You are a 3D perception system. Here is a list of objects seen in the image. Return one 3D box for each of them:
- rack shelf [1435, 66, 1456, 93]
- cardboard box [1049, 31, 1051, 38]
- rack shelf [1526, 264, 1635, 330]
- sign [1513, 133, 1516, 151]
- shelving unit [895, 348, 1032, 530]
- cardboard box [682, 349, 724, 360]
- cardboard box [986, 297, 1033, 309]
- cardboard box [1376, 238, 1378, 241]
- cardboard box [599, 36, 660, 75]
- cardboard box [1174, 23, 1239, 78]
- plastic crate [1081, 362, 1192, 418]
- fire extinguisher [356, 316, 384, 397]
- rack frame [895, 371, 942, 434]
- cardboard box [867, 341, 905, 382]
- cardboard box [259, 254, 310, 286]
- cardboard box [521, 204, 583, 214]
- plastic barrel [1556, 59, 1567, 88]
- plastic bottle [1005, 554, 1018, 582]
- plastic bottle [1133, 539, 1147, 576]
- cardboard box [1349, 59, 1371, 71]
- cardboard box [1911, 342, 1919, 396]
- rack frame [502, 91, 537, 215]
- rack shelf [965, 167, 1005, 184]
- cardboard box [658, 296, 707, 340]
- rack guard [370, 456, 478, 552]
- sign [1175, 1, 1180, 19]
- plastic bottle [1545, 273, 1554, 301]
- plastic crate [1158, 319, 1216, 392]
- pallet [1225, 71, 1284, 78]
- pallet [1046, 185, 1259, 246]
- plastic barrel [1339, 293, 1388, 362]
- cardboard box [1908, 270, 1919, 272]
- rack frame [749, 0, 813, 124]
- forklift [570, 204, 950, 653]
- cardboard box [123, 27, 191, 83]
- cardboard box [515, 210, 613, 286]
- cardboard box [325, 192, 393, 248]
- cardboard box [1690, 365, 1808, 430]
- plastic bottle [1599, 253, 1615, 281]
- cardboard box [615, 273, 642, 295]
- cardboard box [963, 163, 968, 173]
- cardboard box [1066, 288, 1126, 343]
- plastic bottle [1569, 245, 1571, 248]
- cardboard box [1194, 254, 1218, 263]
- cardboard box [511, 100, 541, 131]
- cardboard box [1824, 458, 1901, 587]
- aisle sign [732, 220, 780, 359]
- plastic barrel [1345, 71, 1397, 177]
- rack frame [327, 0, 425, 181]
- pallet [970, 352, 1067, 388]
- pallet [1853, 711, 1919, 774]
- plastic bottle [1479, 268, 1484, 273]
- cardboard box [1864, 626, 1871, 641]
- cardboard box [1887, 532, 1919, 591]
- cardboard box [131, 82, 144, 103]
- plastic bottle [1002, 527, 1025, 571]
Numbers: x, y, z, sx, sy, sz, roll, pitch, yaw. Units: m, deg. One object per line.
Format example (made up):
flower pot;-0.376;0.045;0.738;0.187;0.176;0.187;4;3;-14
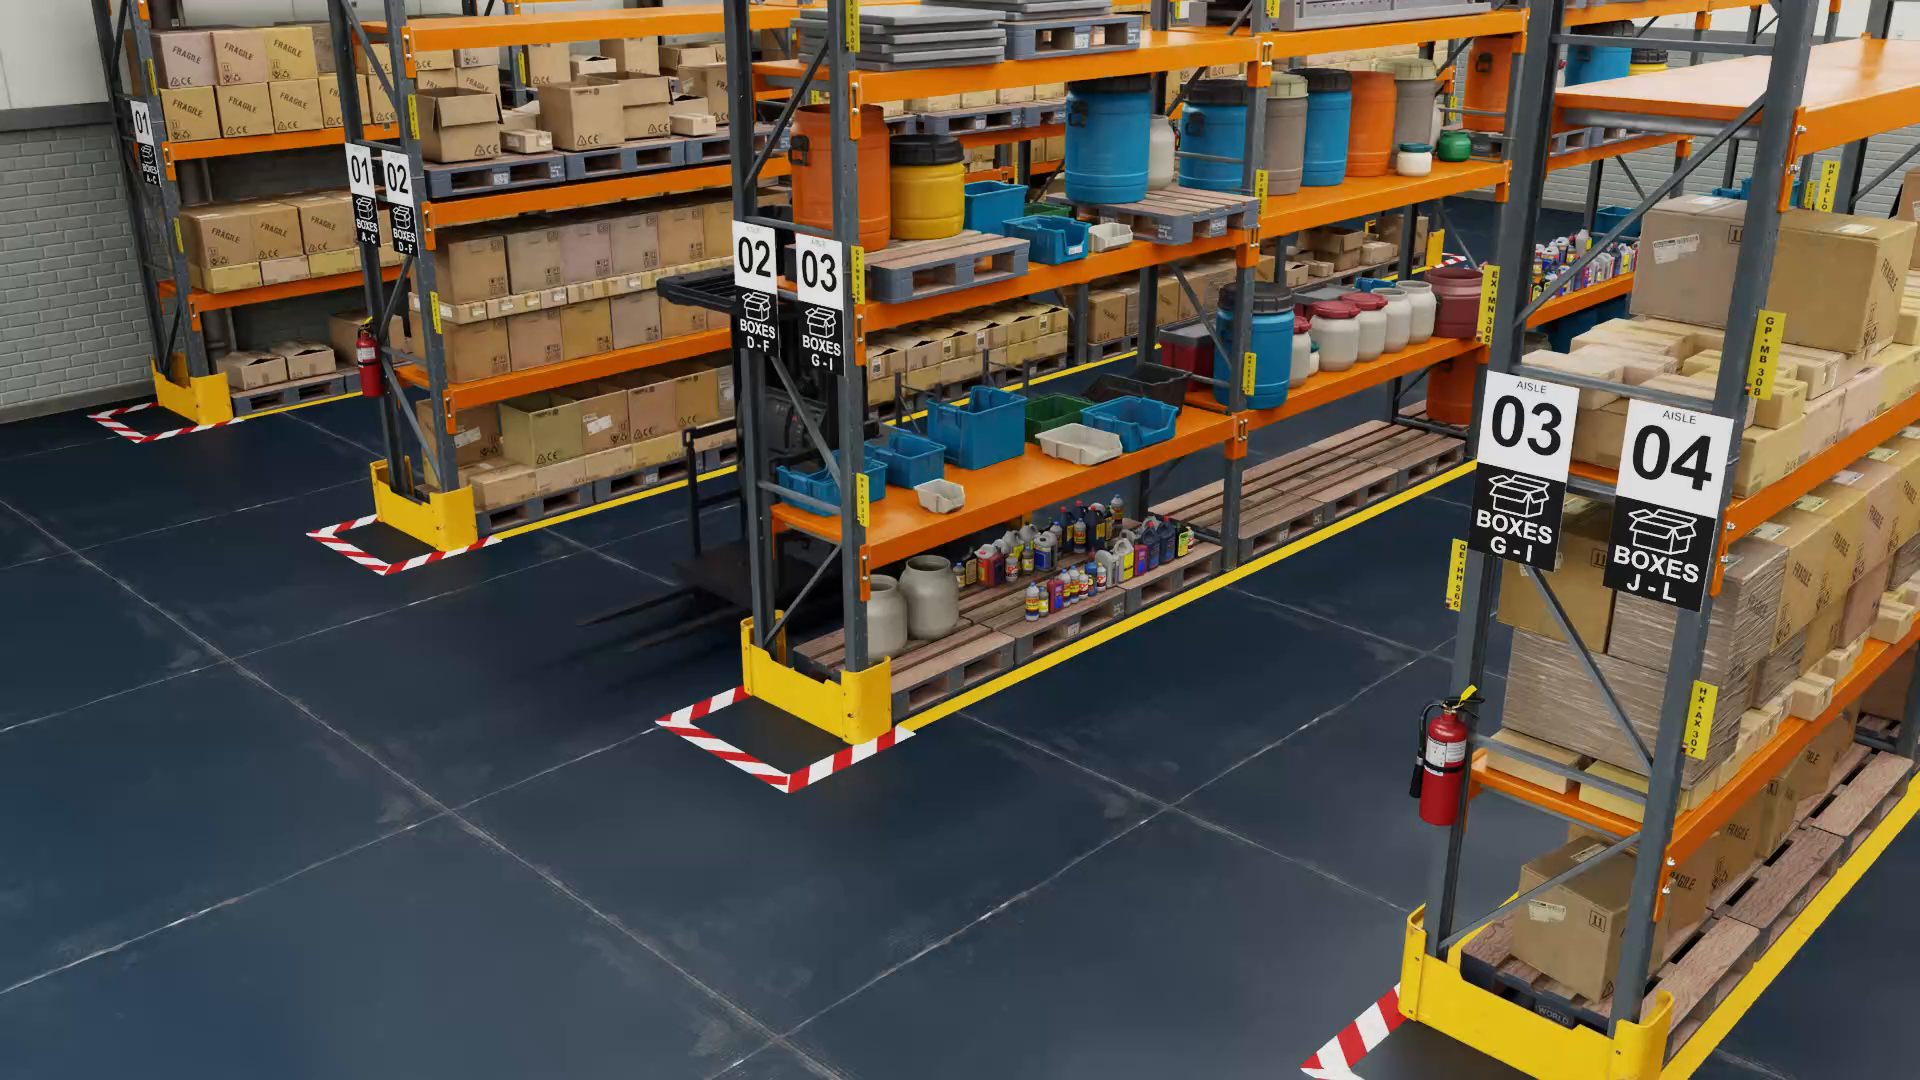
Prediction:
rack shelf;5.246;-6.153;22.585;1.077;0.370;4.000;19;28;41
cardboard box;1.336;-7.625;24.897;0.500;0.250;0.500;18;28;40
rack shelf;6.002;-2.484;17.220;1.077;0.370;4.000;19;28;41
sign;5.006;-3.521;14.881;0.100;0.325;0.005;19;28;41
shelving unit;0.031;-0.712;13.697;0.587;1.500;1.083;19;28;41
cardboard box;-2.621;-1.609;16.144;0.500;0.500;0.500;19;28;41
cardboard box;0.485;-2.659;19.140;0.500;0.311;0.500;-19;28;-40
cardboard box;5.929;-4.400;24.538;0.380;0.166;0.250;19;28;41
cardboard box;-3.983;-5.837;20.037;0.500;0.500;0.500;18;27;39
cardboard box;2.997;-5.975;20.257;0.600;0.600;0.600;19;28;40
plastic crate;1.360;-1.146;12.823;0.767;0.338;0.504;19;28;41
fire extinguisher;-4.936;-1.540;13.869;0.296;0.674;0.183;19;28;41
rack frame;-0.330;-0.578;13.351;0.500;1.500;0.032;19;28;41
cardboard box;-0.910;-1.864;17.070;0.500;0.311;0.500;19;28;40
cardboard box;-7.152;-2.851;17.354;0.500;0.250;0.500;18;28;39
cardboard box;-4.902;-4.131;19.751;0.700;0.500;0.500;19;28;41
plastic barrel;5.736;-4.459;16.400;0.433;0.535;0.433;0;21;0
plastic bottle;0.388;0.203;12.515;0.097;0.201;0.097;0;21;0
plastic bottle;1.356;0.125;12.604;0.133;0.283;0.061;-18;27;-39
cardboard box;5.069;-6.223;21.975;0.500;0.250;0.500;19;28;41
cardboard box;4.511;-0.921;8.181;0.500;0.250;0.500;19;28;40
rack frame;-5.282;-3.757;19.530;1.000;3.000;0.127;19;28;41
rack shelf;-1.096;-4.963;23.672;1.077;0.370;4.000;19;28;41
cardboard box;-2.751;-2.184;15.298;0.500;0.500;0.700;-20;28;-41
rack guard;-4.537;-0.317;14.064;1.175;0.500;0.348;19;28;41
sign;3.469;-8.479;26.510;0.100;0.325;0.005;19;28;41
plastic bottle;5.818;-2.511;16.469;0.097;0.271;0.097;0;21;0
plastic crate;1.935;-1.508;13.590;0.402;0.464;0.583;19;28;41
pallet;3.346;-5.737;20.762;1.213;0.211;1.003;19;28;41
pallet;1.383;-2.379;12.028;1.213;0.211;1.003;19;28;41
plastic barrel;3.455;-1.832;14.331;0.433;0.535;0.433;0;21;0
cardboard box;5.094;-1.352;8.746;0.380;0.149;0.250;20;28;41
rack frame;-1.730;-5.318;15.230;1.000;3.000;0.127;19;28;41
forklift;-1.465;-0.869;12.113;1.130;2.935;3.031;19;28;41
cardboard box;-7.959;-4.828;16.574;0.500;0.500;0.500;-19;28;-40
cardboard box;-3.435;-2.539;14.413;0.700;0.500;0.500;19;28;41
cardboard box;-6.455;-3.457;17.885;0.500;0.500;0.500;-19;28;-40
cardboard box;3.183;-0.581;6.740;0.250;0.149;0.380;-19;28;-41
plastic bottle;6.747;-2.870;17.396;0.152;0.276;0.135;19;28;41
cardboard box;-3.019;-2.281;14.647;0.380;0.149;0.250;20;28;41
cardboard box;-0.106;-5.422;24.183;0.250;0.149;0.380;-19;28;-40
cardboard box;1.583;-2.630;19.470;0.500;0.500;0.500;-19;28;-40
plastic bottle;6.675;-3.185;18.319;0.097;0.201;0.097;0;21;0
cardboard box;2.975;-3.410;21.498;0.500;0.500;0.500;-20;28;-41
cardboard box;-3.518;-3.615;14.323;0.500;0.311;0.500;-16;26;-36
cardboard box;4.200;-0.121;8.122;0.500;0.500;0.500;19;28;41
aisle sign;-1.237;-1.518;10.082;0.394;0.787;0.004;19;28;41
plastic barrel;3.422;-3.581;14.293;0.600;0.830;0.708;19;28;41
rack frame;-4.520;-4.290;12.555;1.000;3.000;0.127;19;28;41
pallet;0.458;-2.043;18.957;1.003;0.211;1.213;19;28;41
pallet;5.907;1.063;10.875;1.003;0.211;1.213;19;28;41
plastic bottle;5.313;-2.683;17.013;0.097;0.201;0.097;0;21;0
cardboard box;4.664;0.443;8.953;0.380;0.149;0.250;19;28;41
cardboard box;5.007;-0.123;9.522;0.875;0.500;0.500;19;28;41
cardboard box;-7.963;-4.355;16.739;0.500;0.500;0.500;-18;27;-38
plastic bottle;0.398;0.063;12.670;0.185;0.351;0.144;-19;28;-40
